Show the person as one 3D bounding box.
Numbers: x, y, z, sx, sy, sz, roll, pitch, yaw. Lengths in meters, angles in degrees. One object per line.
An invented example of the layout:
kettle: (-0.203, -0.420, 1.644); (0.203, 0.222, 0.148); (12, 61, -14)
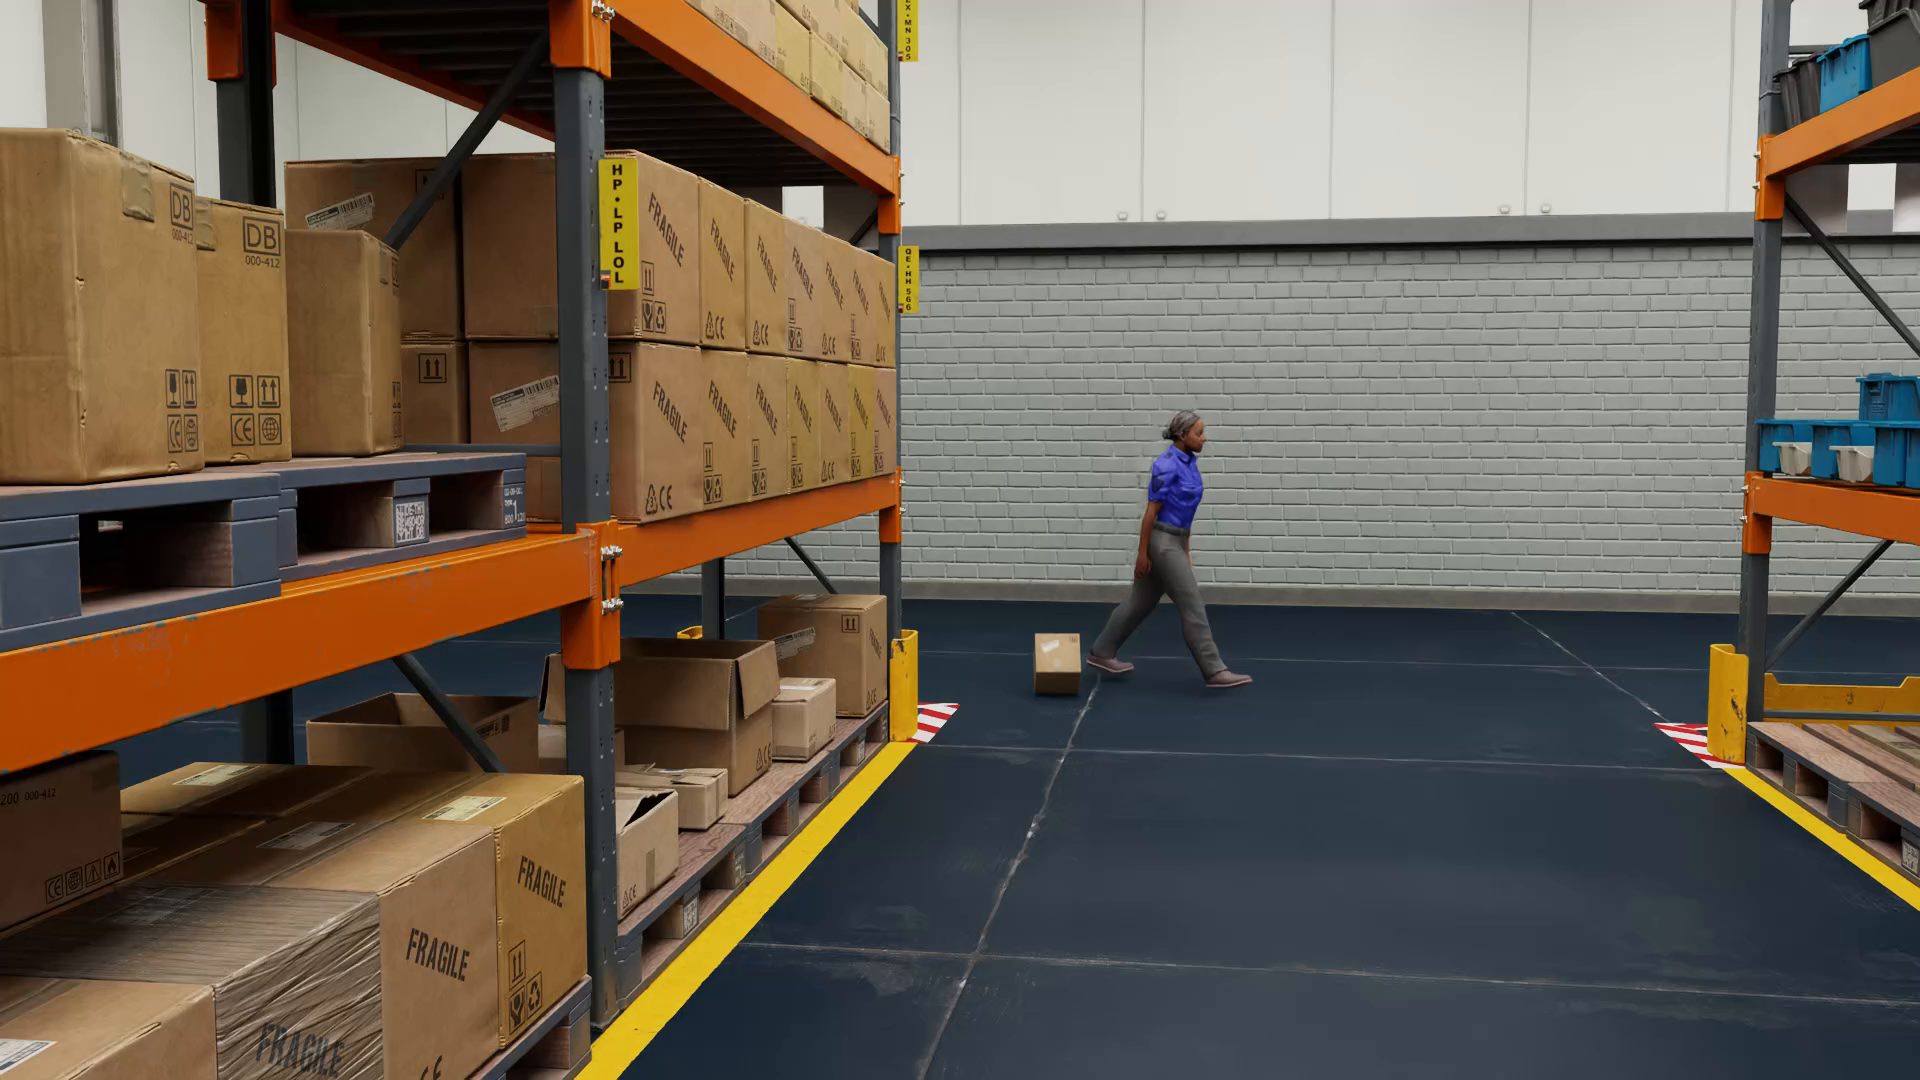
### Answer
person: (1.222, 0.041, 9.628); (1.065, 1.584, 0.465); (2, 5, 24)
